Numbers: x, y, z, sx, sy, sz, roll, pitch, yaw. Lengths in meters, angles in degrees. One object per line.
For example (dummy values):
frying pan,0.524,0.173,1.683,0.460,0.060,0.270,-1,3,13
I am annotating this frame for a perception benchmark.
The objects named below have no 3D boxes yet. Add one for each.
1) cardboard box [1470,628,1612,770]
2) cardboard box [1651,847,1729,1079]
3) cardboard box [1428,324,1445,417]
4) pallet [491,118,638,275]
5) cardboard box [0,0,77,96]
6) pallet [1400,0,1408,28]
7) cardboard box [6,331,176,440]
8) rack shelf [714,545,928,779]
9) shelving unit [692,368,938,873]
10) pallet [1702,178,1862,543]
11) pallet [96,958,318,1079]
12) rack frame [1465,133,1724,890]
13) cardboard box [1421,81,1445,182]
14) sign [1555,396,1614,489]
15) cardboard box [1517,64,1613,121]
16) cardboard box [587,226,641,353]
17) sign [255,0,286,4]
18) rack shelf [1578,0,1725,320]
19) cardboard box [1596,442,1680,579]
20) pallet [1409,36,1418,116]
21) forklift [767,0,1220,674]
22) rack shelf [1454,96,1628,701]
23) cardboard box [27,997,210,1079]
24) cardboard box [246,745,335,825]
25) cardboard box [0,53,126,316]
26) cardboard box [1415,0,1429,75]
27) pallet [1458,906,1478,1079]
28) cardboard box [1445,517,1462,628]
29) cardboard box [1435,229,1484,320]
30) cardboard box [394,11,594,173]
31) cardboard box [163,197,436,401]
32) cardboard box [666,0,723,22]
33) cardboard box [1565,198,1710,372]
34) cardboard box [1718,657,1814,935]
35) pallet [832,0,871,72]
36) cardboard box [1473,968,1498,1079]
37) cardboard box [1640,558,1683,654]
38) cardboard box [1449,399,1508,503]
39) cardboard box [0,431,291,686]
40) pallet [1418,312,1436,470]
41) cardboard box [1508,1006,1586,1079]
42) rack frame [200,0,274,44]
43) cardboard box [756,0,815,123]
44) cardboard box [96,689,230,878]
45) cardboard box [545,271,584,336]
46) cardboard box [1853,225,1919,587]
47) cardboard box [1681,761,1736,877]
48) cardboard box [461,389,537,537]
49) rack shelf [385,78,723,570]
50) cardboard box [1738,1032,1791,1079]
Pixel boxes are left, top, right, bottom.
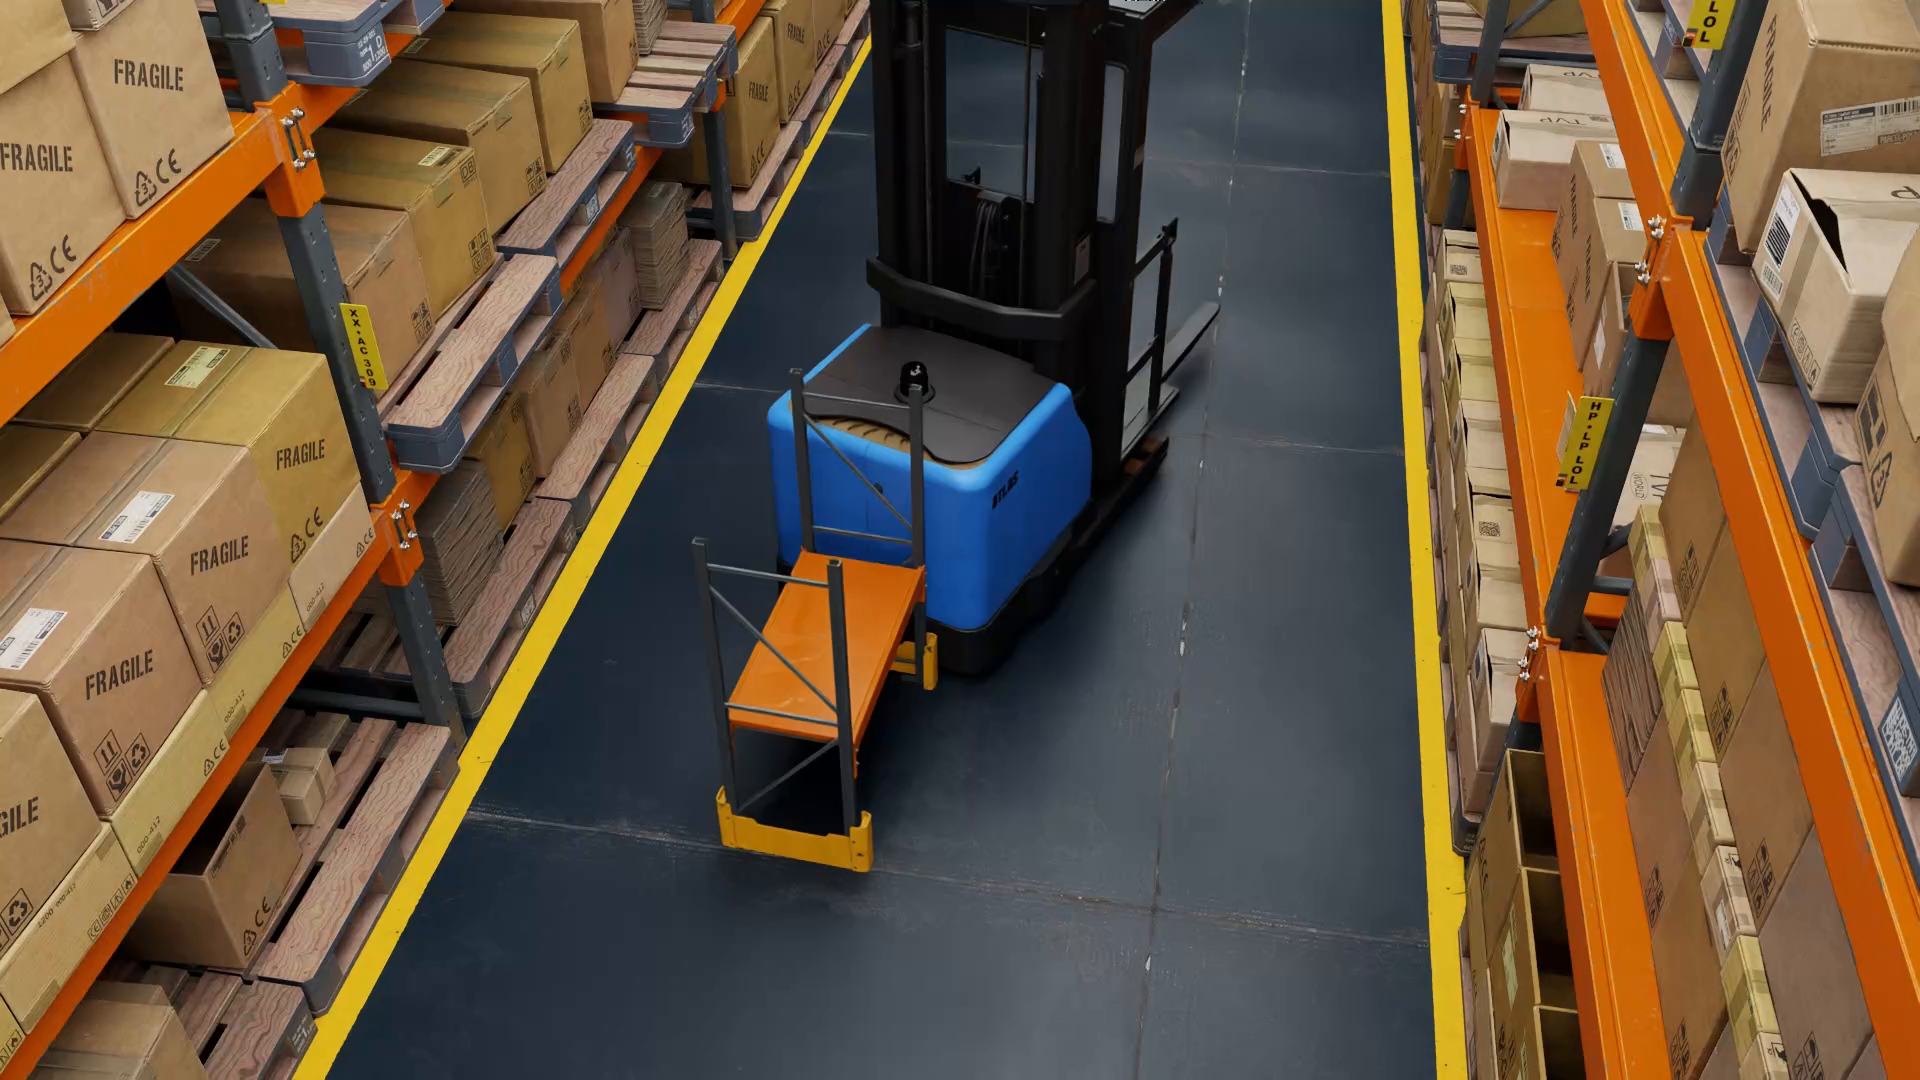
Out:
cardboard box,2.163,0.582,6.080,0.500,0.311,0.500,6,40,8
cardboard box,2.129,1.073,4.019,0.700,0.500,0.500,7,40,8
cardboard box,2.601,-0.814,8.209,0.500,0.250,0.500,5,40,6
pallet,-2.114,-1.547,7.418,1.003,0.211,1.213,6,40,8
cardboard box,-2.409,-1.254,3.679,0.500,0.500,0.500,8,40,10
pallet,3.879,-4.190,12.653,1.003,0.211,1.213,6,40,8
cardboard box,-2.791,-0.324,5.302,0.500,0.500,0.500,6,40,7
rack shelf,-0.504,0.439,6.324,0.538,0.185,1.000,9,40,10
shelving unit,-0.502,0.295,6.216,0.587,1.500,1.083,9,40,10
pallet,2.253,-0.397,3.592,1.003,0.211,1.213,6,40,8
pallet,-2.795,1.911,5.273,1.003,0.211,1.213,6,40,8
rack frame,2.375,0.187,5.170,1.000,3.000,0.127,6,40,8
cardboard box,3.088,-2.468,9.997,0.500,0.500,0.500,5,40,6
sign,1.839,-0.283,4.892,0.100,0.325,0.005,6,40,8
cardboard box,2.961,-2.066,7.965,0.500,0.311,0.500,9,40,10
cardboard box,-2.089,-1.306,8.592,0.700,0.500,0.500,6,40,8
sign,-1.969,-1.658,4.641,0.100,0.325,0.005,6,40,8
rack shelf,2.721,-1.947,5.962,1.077,0.370,4.000,6,40,8
cardboard box,2.417,-0.069,5.598,0.500,0.250,0.500,9,40,10
pallet,3.656,-3.245,11.509,1.003,0.211,1.213,6,40,8
forklift,0.365,-1.492,7.254,1.130,2.935,3.031,20,44,22
rack shelf,2.721,-0.791,6.918,1.077,0.370,4.000,6,40,8
cardboard box,-2.713,1.710,4.944,0.700,0.500,0.500,4,40,5
cardboard box,-2.567,0.904,6.181,0.380,0.166,0.250,2,40,2
cardboard box,-2.448,-0.899,4.036,0.500,0.500,0.500,3,40,4
cardboard box,3.355,-3.428,11.158,0.500,0.500,0.500,7,40,8
pallet,2.196,1.756,5.461,1.003,0.211,1.213,6,40,8
cardboard box,2.339,0.154,7.038,0.500,0.250,0.500,7,40,9
cardboard box,2.688,-1.346,8.412,0.500,0.311,0.500,8,40,9
cardboard box,-2.077,-1.995,7.386,0.700,0.500,0.500,6,40,8
cardboard box,-2.383,-0.881,6.038,0.700,0.500,0.500,7,40,8
cardboard box,-1.527,-2.960,9.157,0.380,0.149,0.250,6,40,7
cardboard box,2.702,-0.977,6.499,0.500,0.500,0.500,6,40,8
cardboard box,2.131,0.559,3.624,0.700,0.500,0.500,6,40,8
pallet,-1.179,-3.811,12.194,1.003,0.211,1.213,6,40,8
cardboard box,1.905,1.655,5.222,0.500,0.250,0.500,6,40,8
cardboard box,2.095,0.203,4.563,0.380,0.149,0.250,7,40,8
cardboard box,2.426,-0.373,7.235,0.500,0.311,0.500,6,40,7
cardboard box,-2.362,0.048,4.851,0.500,0.500,0.500,6,40,7
pallet,2.887,-0.737,8.475,1.003,0.211,1.213,6,40,8
cardboard box,1.814,1.679,4.604,0.500,0.500,0.500,6,40,8
rack frame,-2.504,-2.669,3.917,1.000,3.000,0.127,6,40,8
cardboard box,-1.398,-3.197,10.620,0.750,0.750,0.750,6,40,7
cardboard box,-2.454,0.653,4.709,0.500,0.250,0.500,6,40,7
cardboard box,-2.130,-1.231,7.913,0.500,0.250,0.500,6,40,7
cardboard box,1.966,-0.206,2.770,0.797,0.503,0.637,11,41,13
cardboard box,1.962,0.687,3.978,0.380,0.149,0.250,5,40,6
cardboard box,-2.353,-0.357,7.444,0.700,0.500,0.500,6,40,7
rack shelf,-2.158,-1.335,7.576,1.077,0.370,4.000,6,40,8
cardboard box,1.828,1.174,3.389,0.380,0.149,0.250,6,40,7
